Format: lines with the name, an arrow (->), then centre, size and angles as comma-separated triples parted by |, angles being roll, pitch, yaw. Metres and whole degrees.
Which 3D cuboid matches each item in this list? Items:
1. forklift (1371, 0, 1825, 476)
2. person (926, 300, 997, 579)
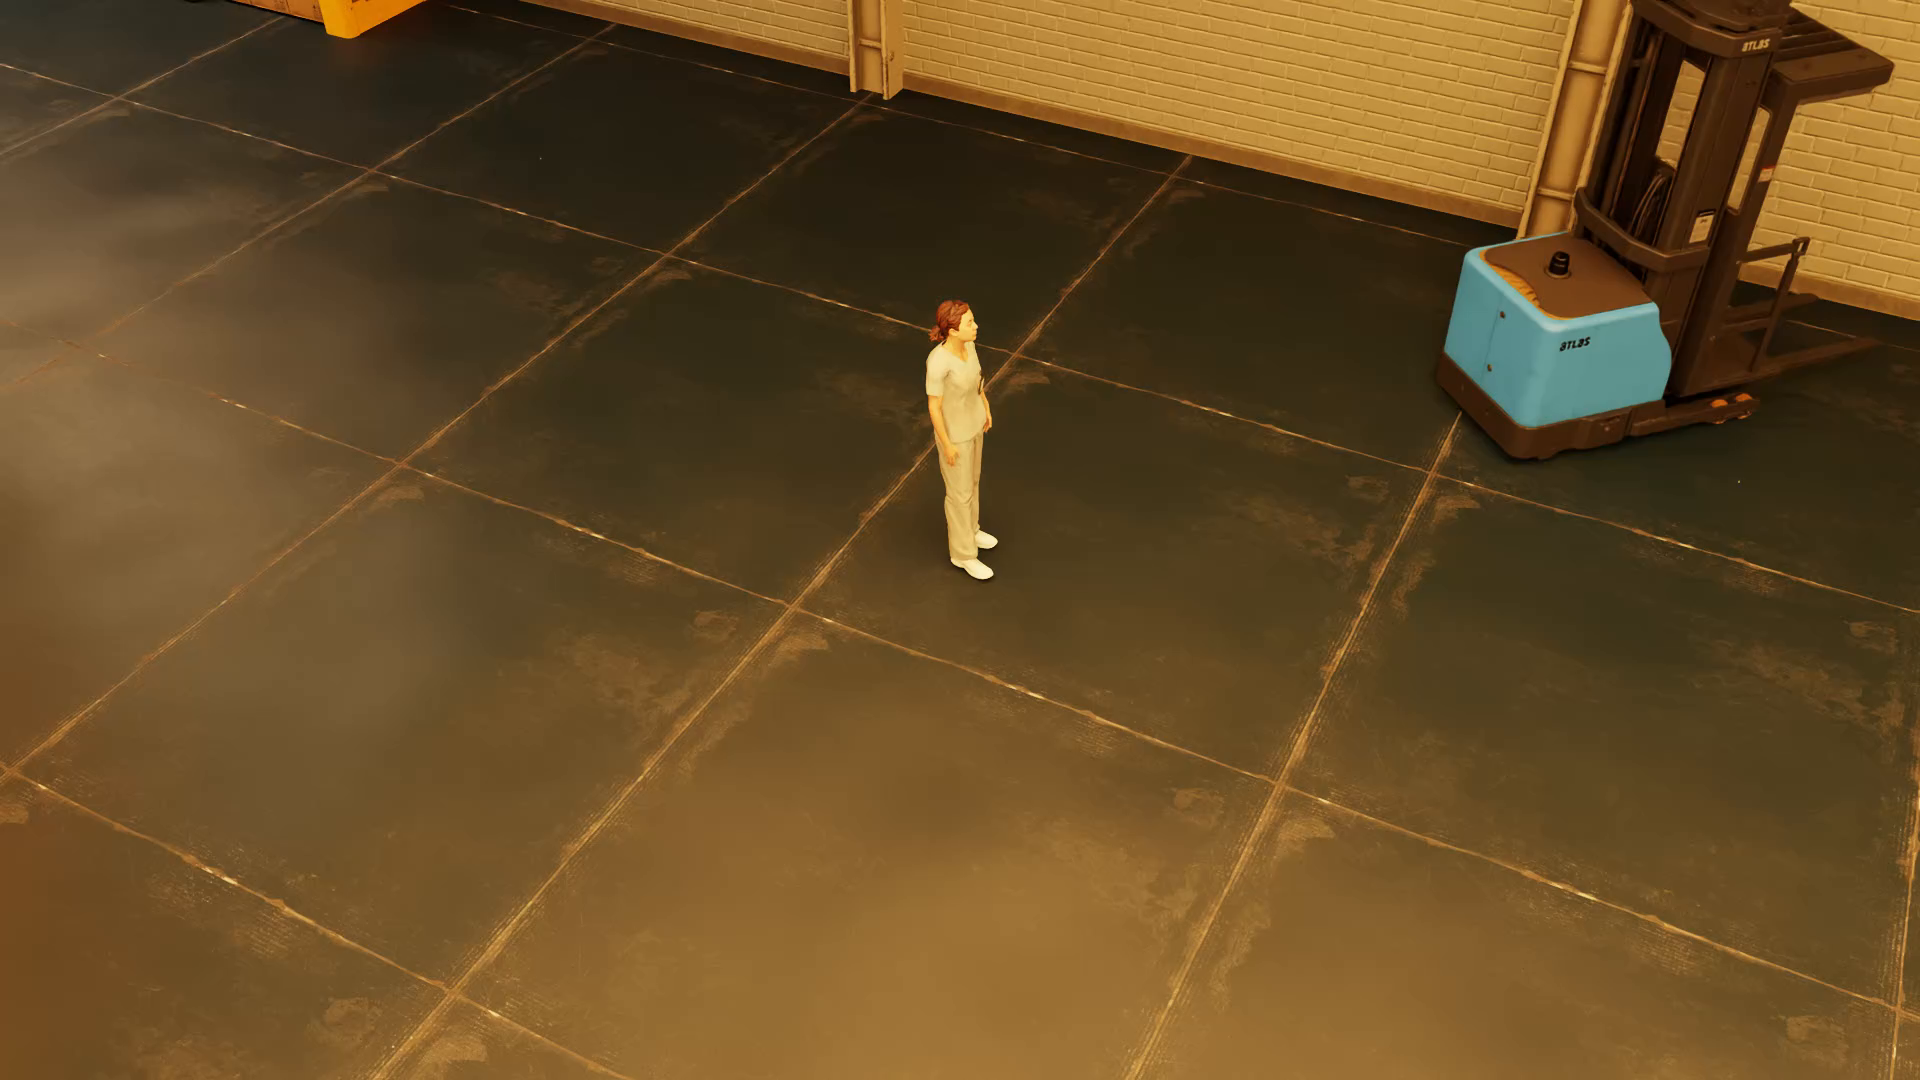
forklift -> 4.378, -2.106, 10.487 | 3.031, 2.935, 1.130 | -12, 42, -14
person -> 0.059, -0.610, 9.688 | 0.550, 1.659, 0.550 | 18, 43, 21
